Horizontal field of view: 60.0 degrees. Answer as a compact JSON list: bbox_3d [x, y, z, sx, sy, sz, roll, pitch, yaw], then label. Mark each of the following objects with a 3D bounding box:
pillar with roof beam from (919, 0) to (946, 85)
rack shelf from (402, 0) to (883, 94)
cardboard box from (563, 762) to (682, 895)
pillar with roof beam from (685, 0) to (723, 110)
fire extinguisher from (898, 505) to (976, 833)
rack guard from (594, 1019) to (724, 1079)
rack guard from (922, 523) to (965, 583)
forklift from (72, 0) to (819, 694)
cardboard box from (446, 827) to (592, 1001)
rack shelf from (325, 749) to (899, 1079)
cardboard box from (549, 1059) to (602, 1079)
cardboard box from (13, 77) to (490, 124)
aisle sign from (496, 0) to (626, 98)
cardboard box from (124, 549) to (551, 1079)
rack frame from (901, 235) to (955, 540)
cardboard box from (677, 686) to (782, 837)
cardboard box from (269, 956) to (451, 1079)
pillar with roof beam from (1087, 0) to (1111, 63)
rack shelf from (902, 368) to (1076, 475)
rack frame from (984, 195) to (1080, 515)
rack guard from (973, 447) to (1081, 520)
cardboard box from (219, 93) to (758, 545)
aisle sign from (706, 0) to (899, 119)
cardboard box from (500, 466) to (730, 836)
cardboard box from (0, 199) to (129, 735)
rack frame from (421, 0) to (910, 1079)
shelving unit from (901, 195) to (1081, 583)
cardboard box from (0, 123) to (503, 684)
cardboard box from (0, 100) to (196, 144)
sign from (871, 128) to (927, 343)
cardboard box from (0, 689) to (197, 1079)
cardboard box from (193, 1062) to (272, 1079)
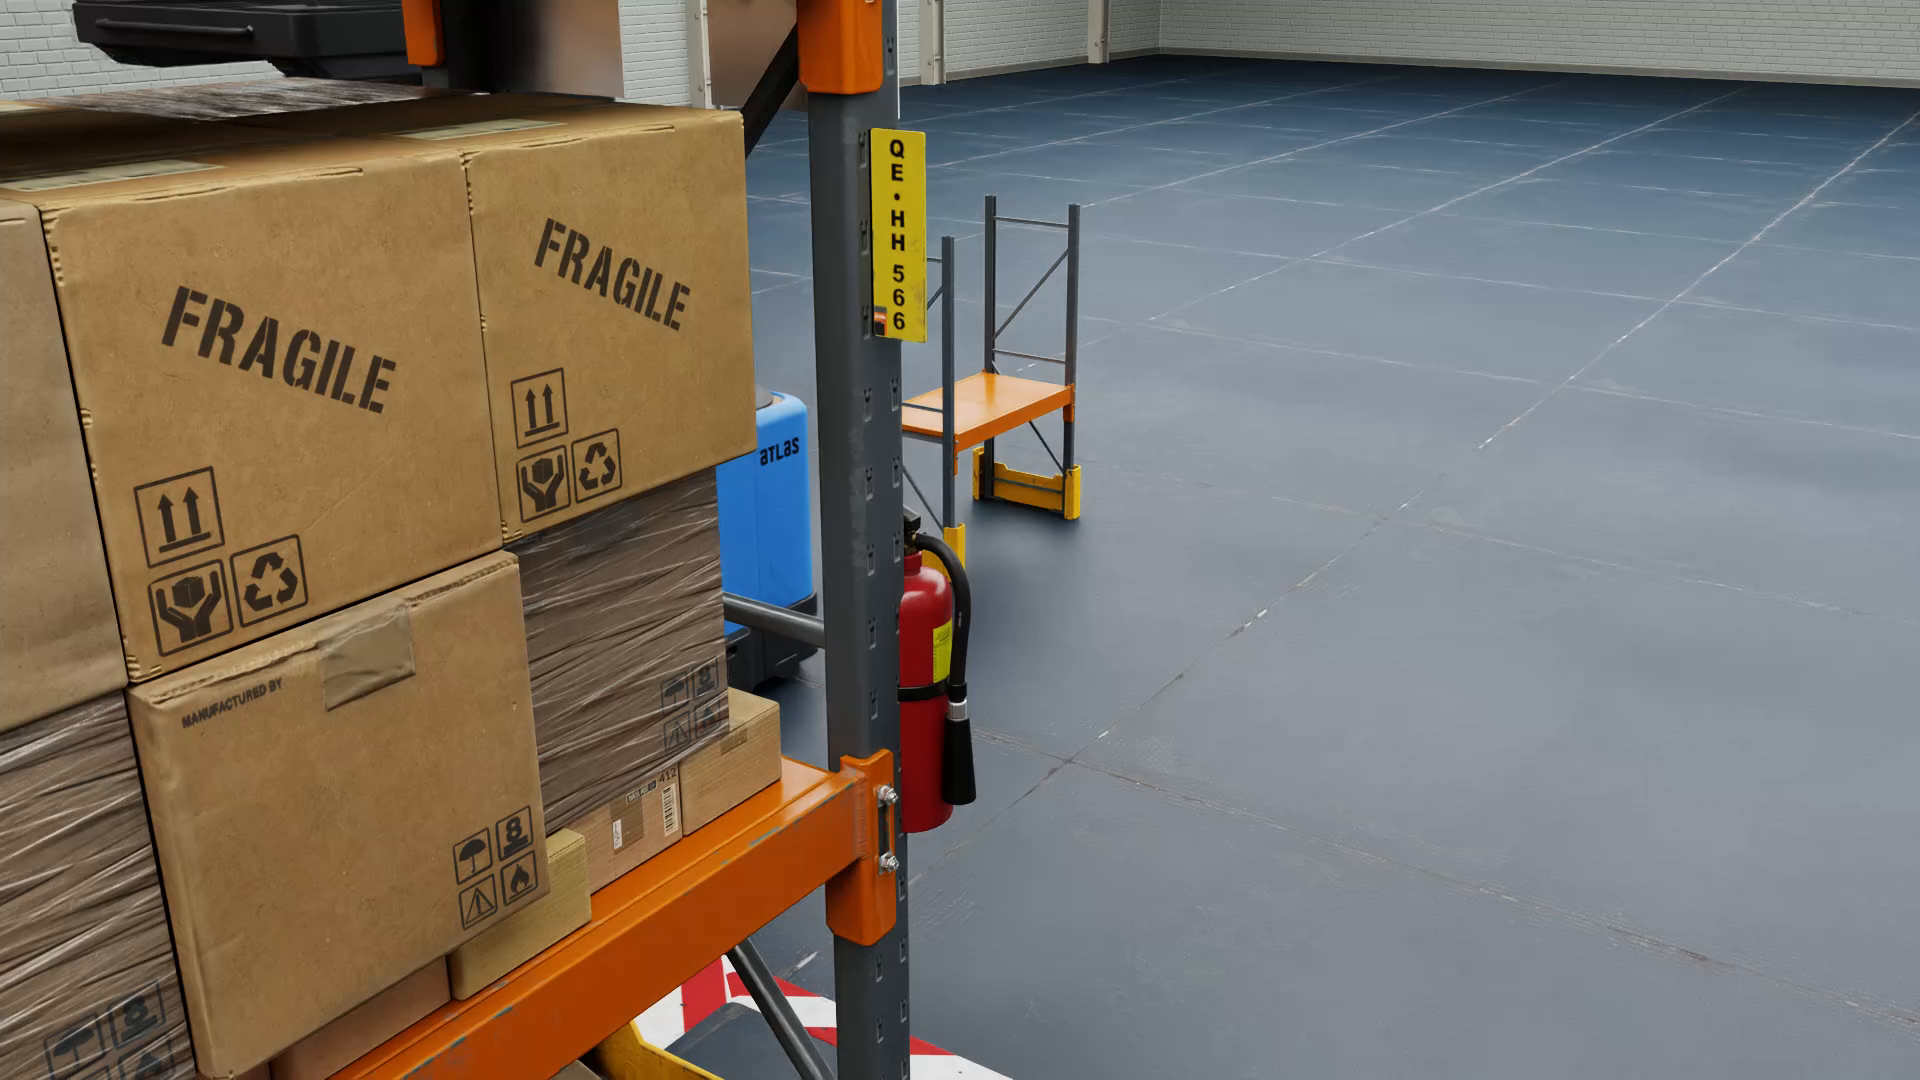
[{"bbox_3d":[3.069,-11.631,26.239,9.100,9.000,0.400,13,24,32],"label":"pillar with roof beam"},{"bbox_3d":[-1.667,-0.391,1.212,1.077,0.370,4.000,13,24,32],"label":"rack shelf"},{"bbox_3d":[-0.673,0.416,2.679,0.380,0.149,0.250,13,24,32],"label":"cardboard box"},{"bbox_3d":[-0.304,-9.910,21.585,9.100,9.000,0.400,13,24,32],"label":"pillar with roof beam"},{"bbox_3d":[-0.097,0.198,3.018,0.296,0.674,0.183,13,24,32],"label":"fire extinguisher"},{"bbox_3d":[-0.585,1.299,3.534,1.175,0.500,0.348,13,24,32],"label":"rack guard"},{"bbox_3d":[-0.237,0.004,7.394,0.587,0.250,0.087,13,24,32],"label":"rack guard"},{"bbox_3d":[-1.805,-0.570,5.081,1.130,2.935,3.031,14,24,33],"label":"forklift"},{"bbox_3d":[-0.771,0.498,2.458,0.380,0.149,0.250,13,24,32],"label":"cardboard box"},{"bbox_3d":[-1.667,1.016,1.732,1.077,0.370,4.000,13,24,32],"label":"rack shelf"},{"bbox_3d":[-0.908,1.256,3.044,0.500,0.500,0.500,19,28,42],"label":"cardboard box"},{"bbox_3d":[-1.077,-0.446,2.634,0.500,0.500,0.500,13,24,32],"label":"cardboard box"},{"bbox_3d":[-0.756,-1.191,2.914,0.394,0.787,0.004,13,24,32],"label":"aisle sign"},{"bbox_3d":[-1.056,0.237,2.227,0.875,0.500,0.500,13,24,32],"label":"cardboard box"},{"bbox_3d":[-0.238,-0.582,7.177,0.500,1.500,0.032,13,24,32],"label":"rack frame"},{"bbox_3d":[-0.532,0.344,2.873,0.380,0.149,0.250,13,24,32],"label":"cardboard box"},{"bbox_3d":[-0.924,0.566,2.272,0.380,0.149,0.250,13,24,32],"label":"cardboard box"},{"bbox_3d":[6.442,-13.353,30.893,9.100,9.000,0.400,13,24,32],"label":"pillar with roof beam"},{"bbox_3d":[0.048,-0.559,7.633,0.538,0.185,1.000,13,24,32],"label":"rack shelf"},{"bbox_3d":[0.334,-0.874,7.965,0.500,1.500,0.032,13,24,32],"label":"rack frame"},{"bbox_3d":[0.323,-0.282,8.167,0.587,0.250,0.087,13,24,32],"label":"rack guard"},{"bbox_3d":[-0.647,-0.345,2.360,0.500,0.500,0.500,13,24,32],"label":"cardboard box"},{"bbox_3d":[-0.260,-1.074,2.598,0.394,0.787,0.004,13,24,32],"label":"aisle sign"},{"bbox_3d":[-0.875,0.070,2.678,0.875,0.500,0.500,13,24,32],"label":"cardboard box"},{"bbox_3d":[-1.207,-0.057,1.582,0.500,0.500,0.500,13,24,32],"label":"cardboard box"},{"bbox_3d":[-0.545,0.104,3.161,0.949,2.616,0.053,13,24,32],"label":"rack frame"},{"bbox_3d":[0.043,-0.725,7.564,0.587,1.500,1.083,13,24,32],"label":"shelving unit"},{"bbox_3d":[-0.924,-0.200,1.969,0.500,0.500,0.500,13,24,32],"label":"cardboard box"},{"bbox_3d":[-1.364,-0.304,2.249,0.500,0.500,0.500,13,24,32],"label":"cardboard box"},{"bbox_3d":[-0.095,-0.473,2.595,0.100,0.325,0.005,13,24,32],"label":"sign"},{"bbox_3d":[-1.373,0.372,1.862,0.875,0.500,0.500,13,24,32],"label":"cardboard box"},{"bbox_3d":[-1.099,0.630,2.100,0.380,0.149,0.250,13,24,32],"label":"cardboard box"}]
